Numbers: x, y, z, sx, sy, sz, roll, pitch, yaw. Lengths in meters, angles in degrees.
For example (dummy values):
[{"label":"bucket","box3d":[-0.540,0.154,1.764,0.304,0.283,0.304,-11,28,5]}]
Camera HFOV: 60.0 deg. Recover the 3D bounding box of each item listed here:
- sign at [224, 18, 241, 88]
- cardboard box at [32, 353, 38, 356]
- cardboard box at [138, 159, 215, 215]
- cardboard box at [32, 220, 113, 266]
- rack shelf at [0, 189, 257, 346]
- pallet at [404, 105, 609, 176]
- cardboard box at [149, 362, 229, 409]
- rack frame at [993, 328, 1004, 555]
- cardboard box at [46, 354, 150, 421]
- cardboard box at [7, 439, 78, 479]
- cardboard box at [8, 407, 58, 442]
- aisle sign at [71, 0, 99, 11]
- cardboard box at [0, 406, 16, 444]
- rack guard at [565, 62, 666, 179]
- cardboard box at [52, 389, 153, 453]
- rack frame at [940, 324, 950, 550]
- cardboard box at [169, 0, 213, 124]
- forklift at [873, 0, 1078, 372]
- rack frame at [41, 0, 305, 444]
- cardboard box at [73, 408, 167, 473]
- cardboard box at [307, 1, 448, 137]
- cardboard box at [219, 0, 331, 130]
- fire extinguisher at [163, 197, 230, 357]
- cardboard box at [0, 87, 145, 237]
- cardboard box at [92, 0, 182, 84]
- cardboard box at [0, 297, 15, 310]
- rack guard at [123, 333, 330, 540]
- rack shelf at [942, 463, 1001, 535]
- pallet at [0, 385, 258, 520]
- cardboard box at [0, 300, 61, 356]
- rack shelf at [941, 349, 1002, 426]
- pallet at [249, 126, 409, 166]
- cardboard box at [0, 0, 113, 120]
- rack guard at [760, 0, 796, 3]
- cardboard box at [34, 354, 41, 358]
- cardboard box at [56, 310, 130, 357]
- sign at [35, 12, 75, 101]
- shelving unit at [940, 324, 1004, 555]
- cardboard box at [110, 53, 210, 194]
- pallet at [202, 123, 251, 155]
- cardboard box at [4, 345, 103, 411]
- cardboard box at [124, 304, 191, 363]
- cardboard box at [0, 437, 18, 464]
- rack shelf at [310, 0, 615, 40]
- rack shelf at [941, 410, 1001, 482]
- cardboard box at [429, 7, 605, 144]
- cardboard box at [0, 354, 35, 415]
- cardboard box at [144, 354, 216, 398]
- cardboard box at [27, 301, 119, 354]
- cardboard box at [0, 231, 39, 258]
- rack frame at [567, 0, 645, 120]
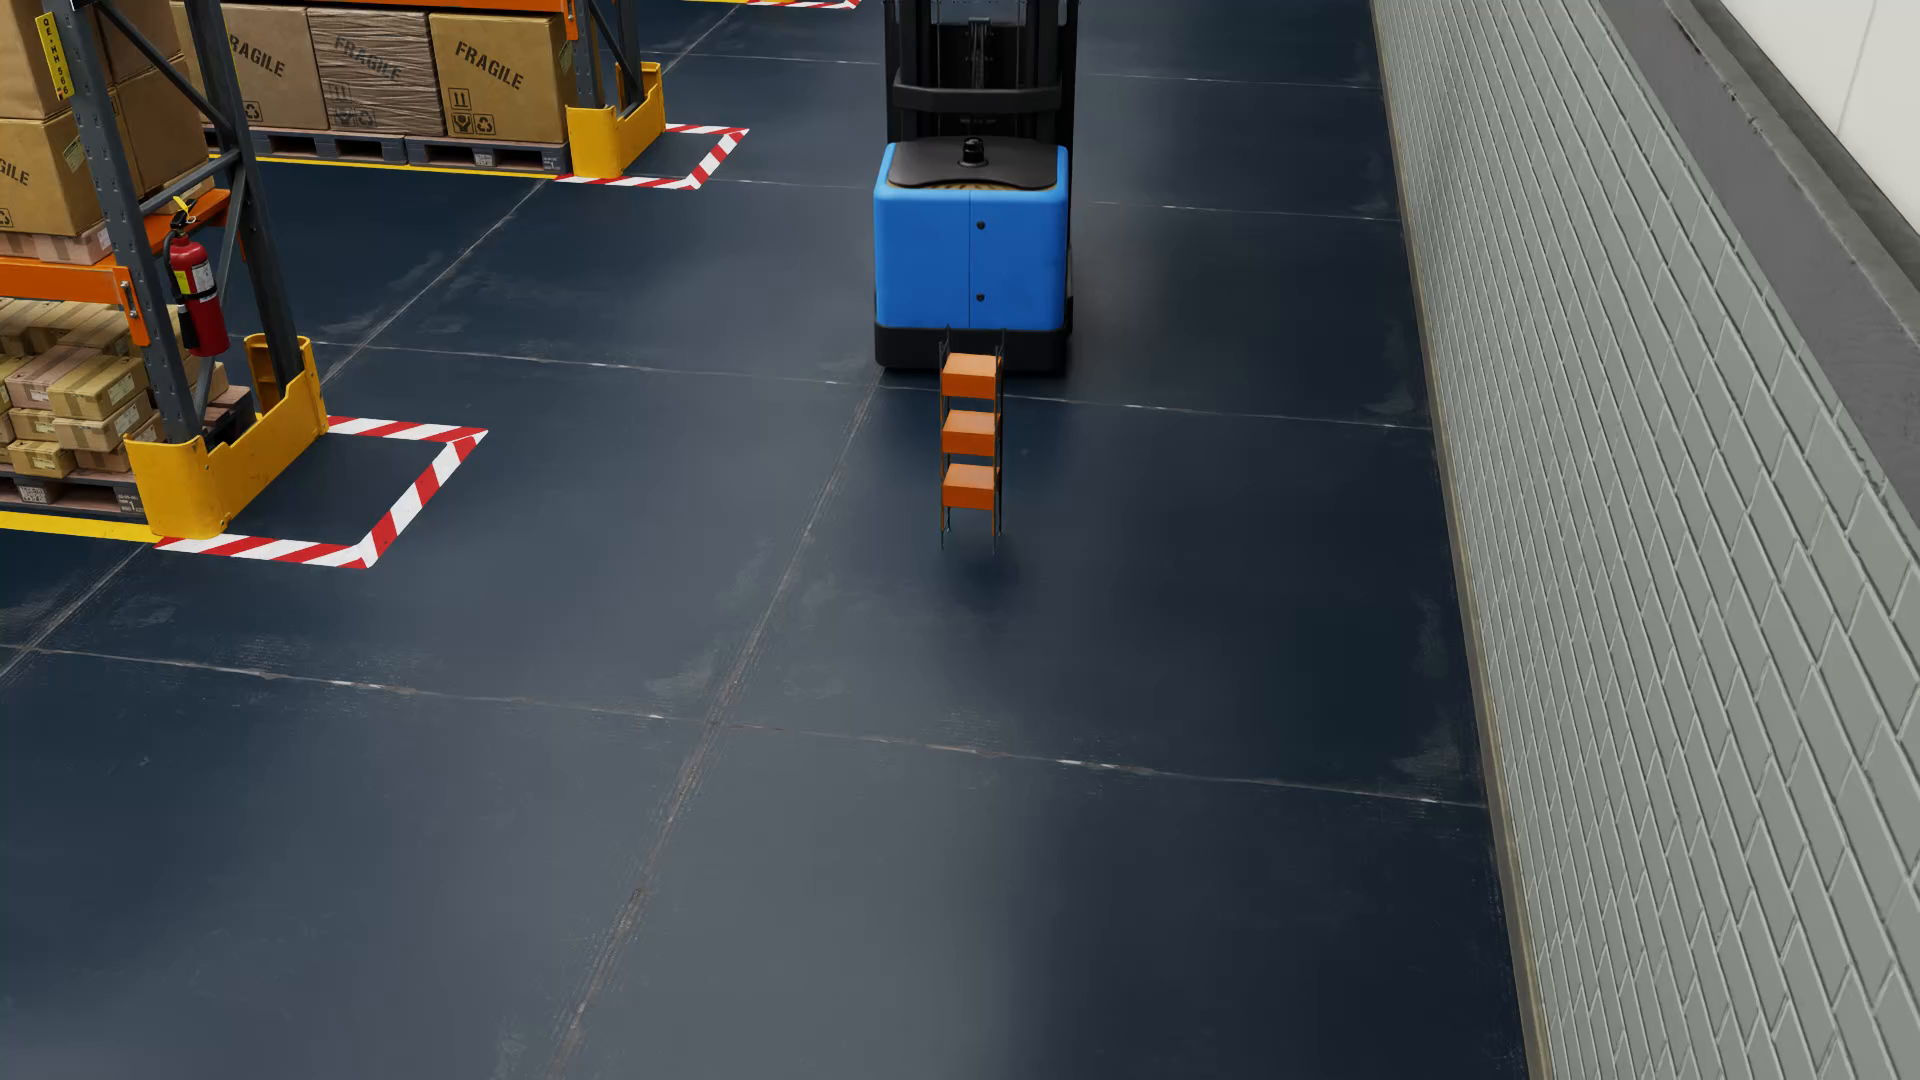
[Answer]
[{"label":"sign","box3d":[-3.383,-2.231,7.671,0.005,0.325,0.100,5,32,8]},{"label":"cardboard box","box3d":[-4.699,-0.966,8.477,0.250,0.149,0.380,6,33,10]},{"label":"cardboard box","box3d":[-3.738,-1.674,7.834,0.250,0.149,0.380,5,32,8]},{"label":"cardboard box","box3d":[-3.843,-1.355,7.325,0.250,0.149,0.380,5,32,8]},{"label":"rack shelf","box3d":[-5.446,-1.454,7.924,4.000,0.370,1.077,5,32,8]},{"label":"pallet","box3d":[-3.342,-3.014,12.366,1.213,0.211,1.003,5,32,8]},{"label":"cardboard box","box3d":[-3.937,-0.764,8.435,0.250,0.149,0.380,6,33,9]},{"label":"rack frame","box3d":[0.173,-0.429,7.446,0.008,1.050,0.200,5,32,8]},{"label":"cardboard box","box3d":[-4.039,-0.717,7.798,0.250,0.149,0.380,6,32,9]},{"label":"cardboard box","box3d":[-4.299,-0.458,7.945,0.250,0.149,0.380,6,33,10]},{"label":"cardboard box","box3d":[-4.291,-0.625,7.933,0.250,0.149,0.380,4,32,7]},{"label":"aisle sign","box3d":[-3.453,-2.519,6.497,0.004,0.787,0.394,5,32,8]},{"label":"cardboard box","box3d":[-4.555,-0.619,7.923,0.250,0.149,0.380,4,32,6]},{"label":"rack guard","box3d":[-2.517,-3.104,12.237,0.348,0.500,1.175,5,32,8]},{"label":"cardboard box","box3d":[-4.043,-0.574,7.850,0.250,0.149,0.380,4,32,7]},{"label":"rack frame","box3d":[-0.068,-0.451,7.481,0.008,1.050,0.200,5,32,8]},{"label":"cardboard box","box3d":[-5.846,-3.699,12.439,0.875,0.875,0.875,5,32,8]},{"label":"forklift","box3d":[0.132,-2.915,9.645,1.130,2.935,3.031,2,32,3]},{"label":"rack frame","box3d":[-3.474,-1.580,7.448,0.127,3.000,1.000,5,32,8]},{"label":"cardboard box","box3d":[-4.028,-0.488,7.993,0.250,0.149,0.380,6,32,9]},{"label":"cardboard box","box3d":[-4.082,-3.539,12.184,0.875,0.875,0.875,5,32,8]},{"label":"cardboard box","box3d":[-4.959,-3.619,12.311,0.875,0.875,0.875,5,32,8]},{"label":"fire extinguisher","box3d":[-3.304,-1.126,7.145,0.183,0.674,0.296,5,32,8]},{"label":"cardboard box","box3d":[-3.961,-1.654,7.191,0.500,0.500,0.500,6,33,9]},{"label":"cardboard box","box3d":[-3.872,-2.352,7.363,0.500,0.500,0.500,5,32,8]},{"label":"cardboard box","box3d":[-4.983,-1.086,8.389,0.250,0.149,0.380,6,33,10]},{"label":"rack guard","box3d":[-3.549,-0.528,8.122,0.348,0.500,1.175,5,32,8]},{"label":"rack shelf","box3d":[0.053,-0.196,7.617,0.240,0.259,0.215,5,32,8]},{"label":"pallet","box3d":[-4.344,-0.496,8.344,1.213,0.211,1.003,5,32,8]},{"label":"cardboard box","box3d":[-4.711,-1.057,8.341,0.250,0.149,0.380,4,32,6]},{"label":"rack shelf","box3d":[0.053,-0.672,7.319,0.240,0.259,0.215,5,32,8]},{"label":"pallet","box3d":[-4.541,-3.124,12.542,1.213,0.211,1.003,5,32,8]},{"label":"cardboard box","box3d":[-3.967,-2.083,6.934,0.500,0.500,0.500,5,32,7]},{"label":"rack guard","box3d":[-1.681,-5.701,16.387,0.348,0.500,1.175,5,32,8]},{"label":"cardboard box","box3d":[-4.464,-0.887,8.350,0.250,0.149,0.380,6,32,9]},{"label":"cardboard box","box3d":[-4.226,-0.988,8.232,0.250,0.149,0.380,6,33,9]},{"label":"sign","box3d":[-3.587,-1.917,6.596,0.005,0.325,0.100,5,32,8]},{"label":"shelving unit","box3d":[0.053,-0.440,7.464,0.252,1.050,0.215,5,32,8]},{"label":"cardboard box","box3d":[-3.870,-1.933,7.637,0.500,0.500,0.500,7,33,11]},{"label":"pallet","box3d":[-5.747,-3.232,12.714,1.213,0.211,1.003,5,32,8]},{"label":"cardboard box","box3d":[-4.277,-0.769,7.882,0.250,0.149,0.380,6,33,9]},{"label":"cardboard box","box3d":[-3.934,-1.027,8.293,0.250,0.149,0.380,4,32,6]},{"label":"cardboard box","box3d":[-4.545,-0.526,8.055,0.250,0.149,0.380,5,32,8]},{"label":"rack shelf","box3d":[-4.512,-4.039,12.054,4.000,0.370,1.077,5,32,8]},{"label":"rack shelf","box3d":[0.053,-0.431,7.469,0.240,0.259,0.215,5,32,8]},{"label":"cardboard box","box3d":[-3.185,-3.458,12.054,0.875,0.875,0.875,5,32,8]},{"label":"cardboard box","box3d":[-4.553,-0.726,7.813,0.250,0.149,0.380,4,32,7]},{"label":"cardboard box","box3d":[-3.948,-0.857,8.303,0.250,0.149,0.380,6,33,10]},{"label":"cardboard box","box3d":[-4.452,-1.078,8.375,0.250,0.149,0.380,5,32,8]},{"label":"cardboard box","box3d":[-4.082,-1.397,7.391,0.250,0.149,0.380,5,32,8]},{"label":"rack frame","box3d":[-2.540,-4.165,11.578,0.127,3.000,1.000,5,32,8]}]
